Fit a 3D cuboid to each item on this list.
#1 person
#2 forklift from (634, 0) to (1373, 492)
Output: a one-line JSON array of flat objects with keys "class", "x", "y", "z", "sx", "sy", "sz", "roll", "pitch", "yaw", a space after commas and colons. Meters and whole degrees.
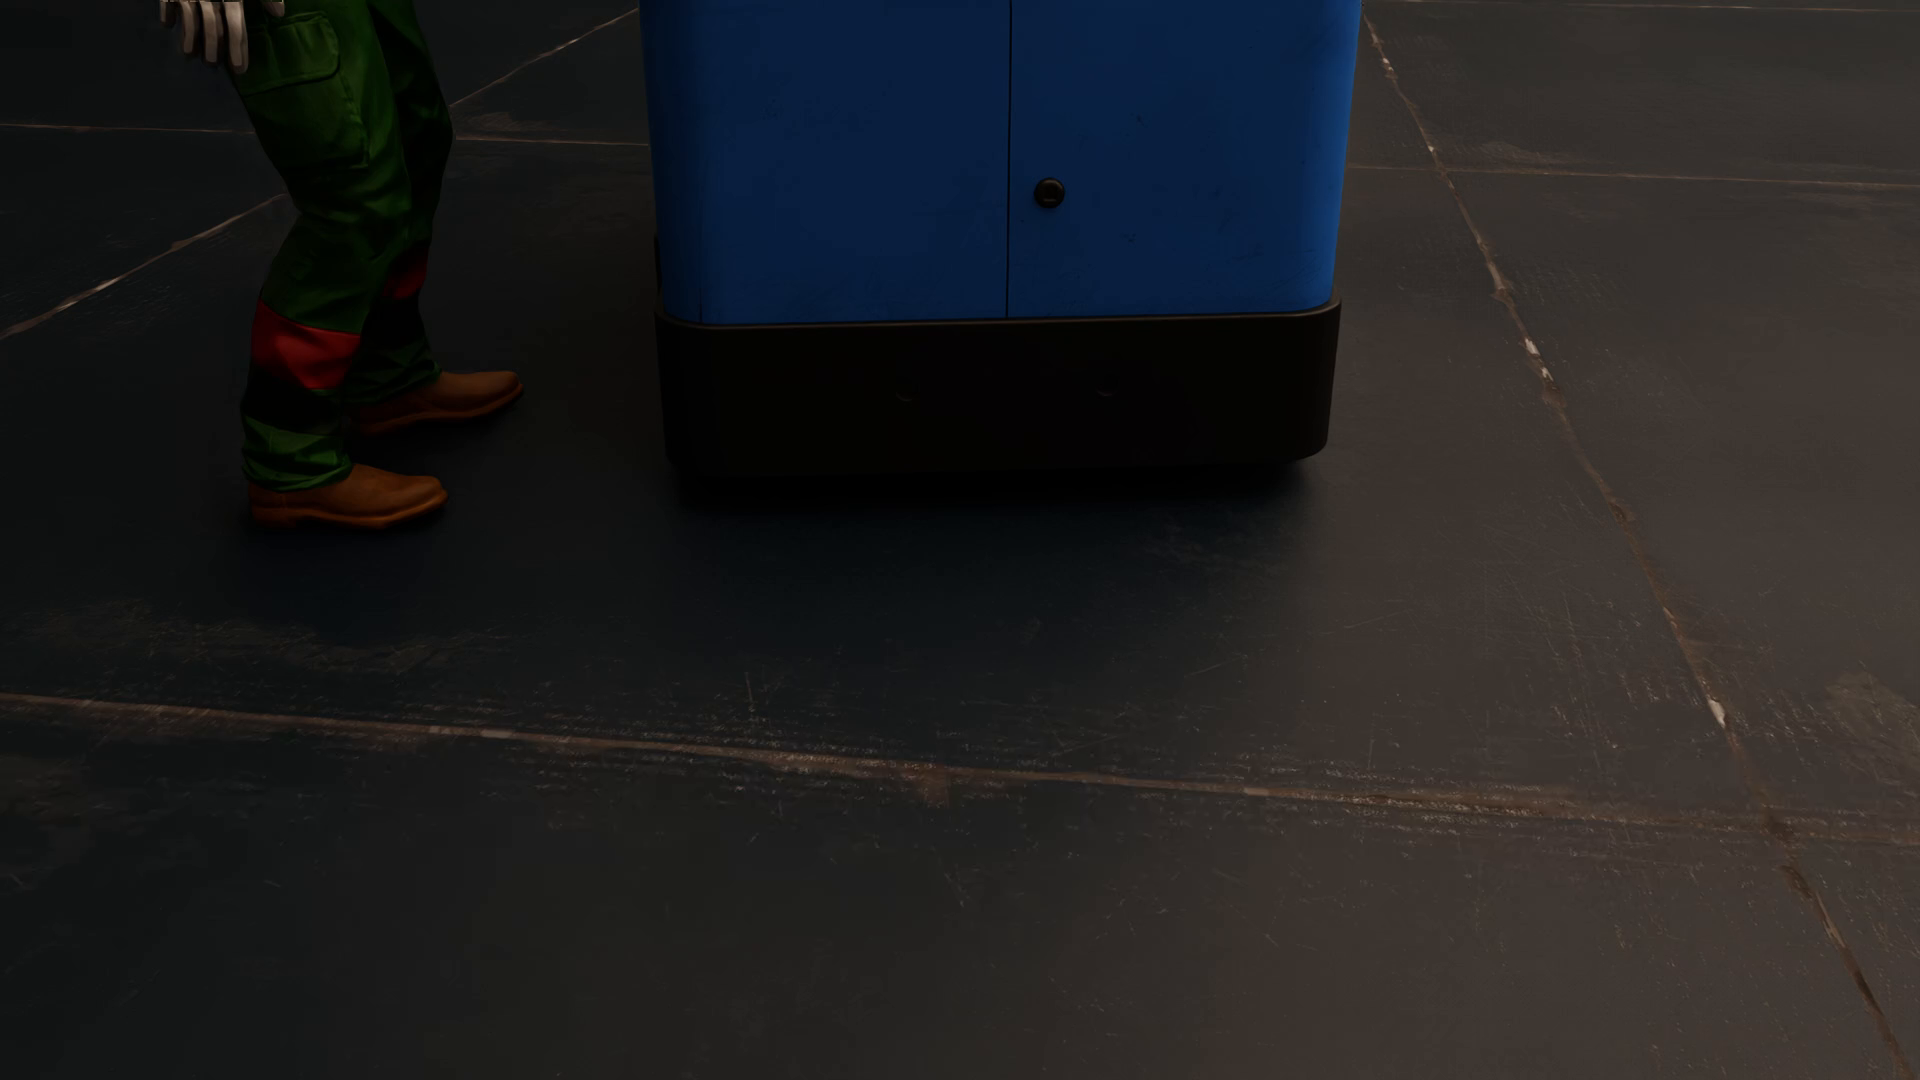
[{"class": "person", "x": -0.808, "y": -0.865, "z": 2.332, "sx": 0.573, "sy": 1.748, "sz": 0.925, "roll": -4, "pitch": 27, "yaw": -8}, {"class": "forklift", "x": -0.029, "y": -2.006, "z": 3.237, "sx": 1.130, "sy": 2.935, "sz": 3.031, "roll": -2, "pitch": 27, "yaw": -3}]
